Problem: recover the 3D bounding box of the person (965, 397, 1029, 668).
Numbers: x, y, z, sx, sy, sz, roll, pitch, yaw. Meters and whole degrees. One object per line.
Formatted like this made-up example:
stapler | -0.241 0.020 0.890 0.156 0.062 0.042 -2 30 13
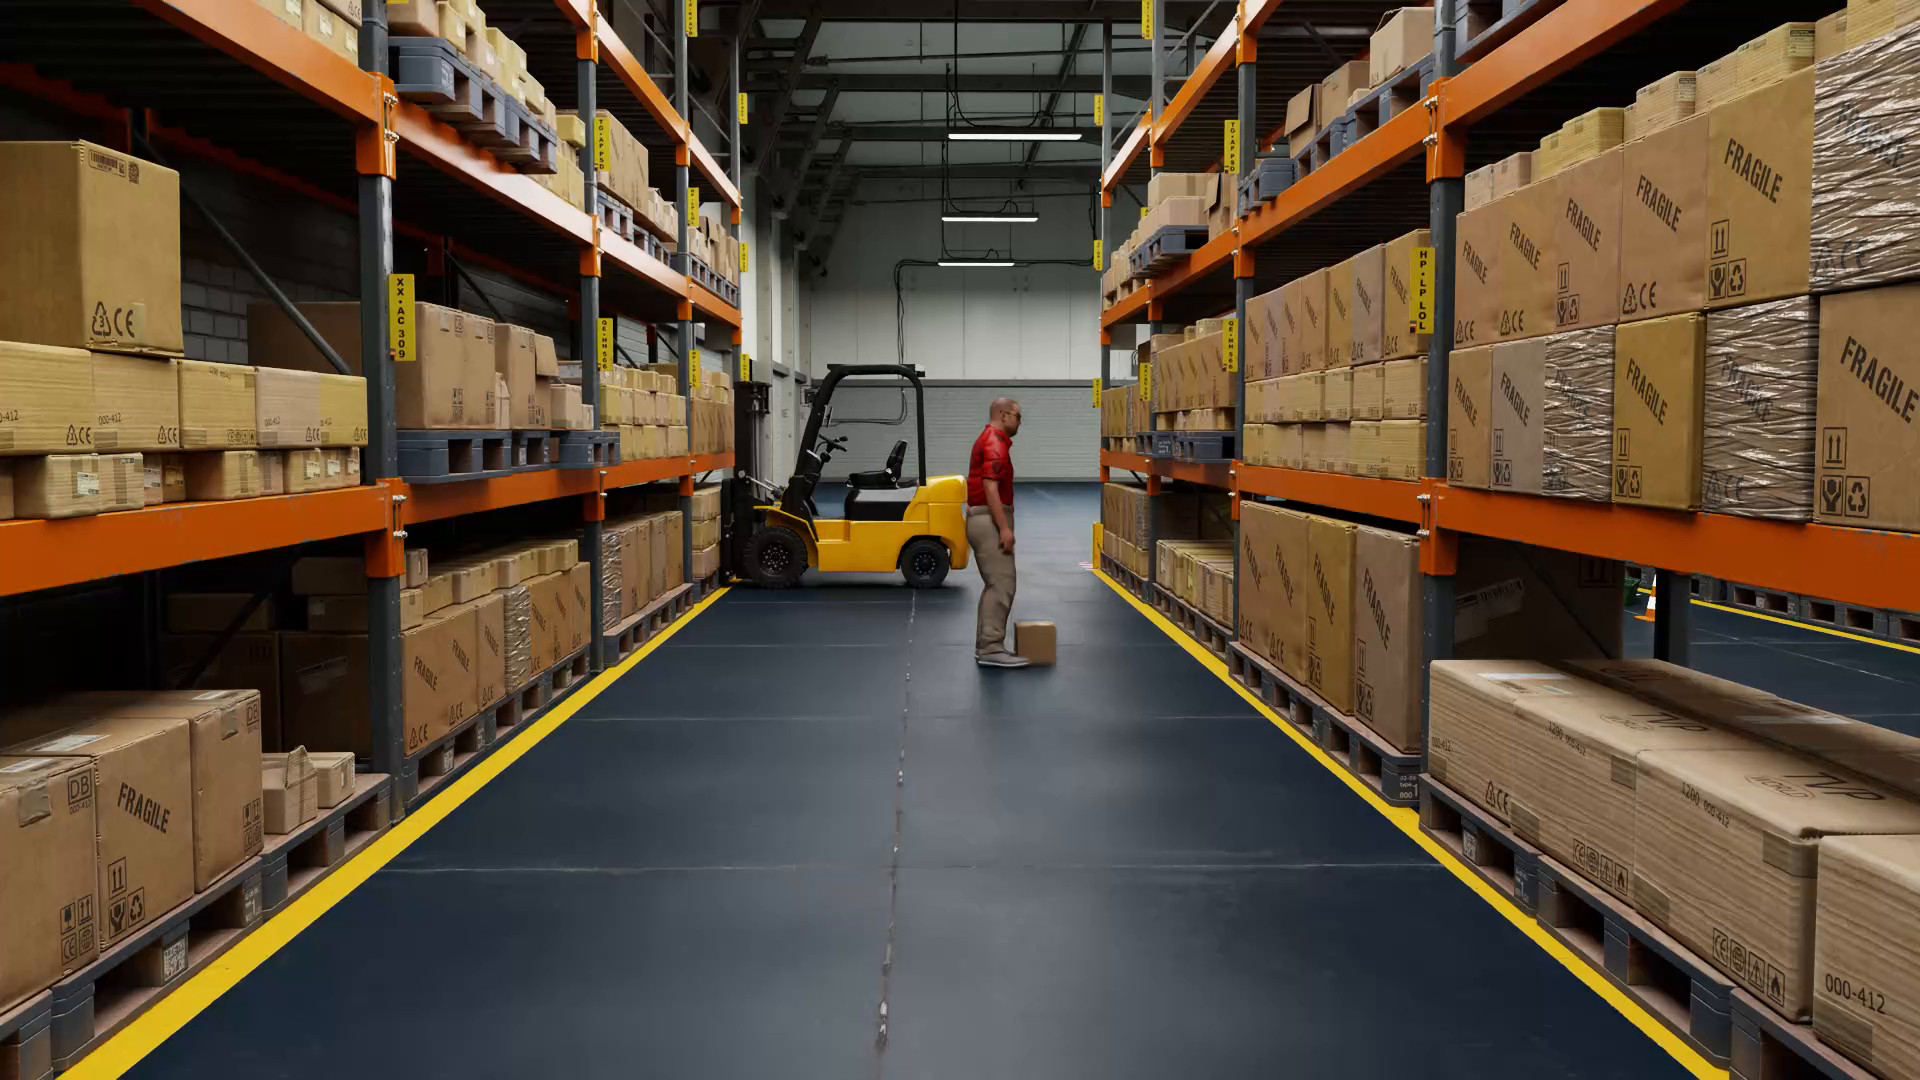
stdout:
person | 0.233 -0.061 10.783 0.390 1.727 0.578 0 4 -3
